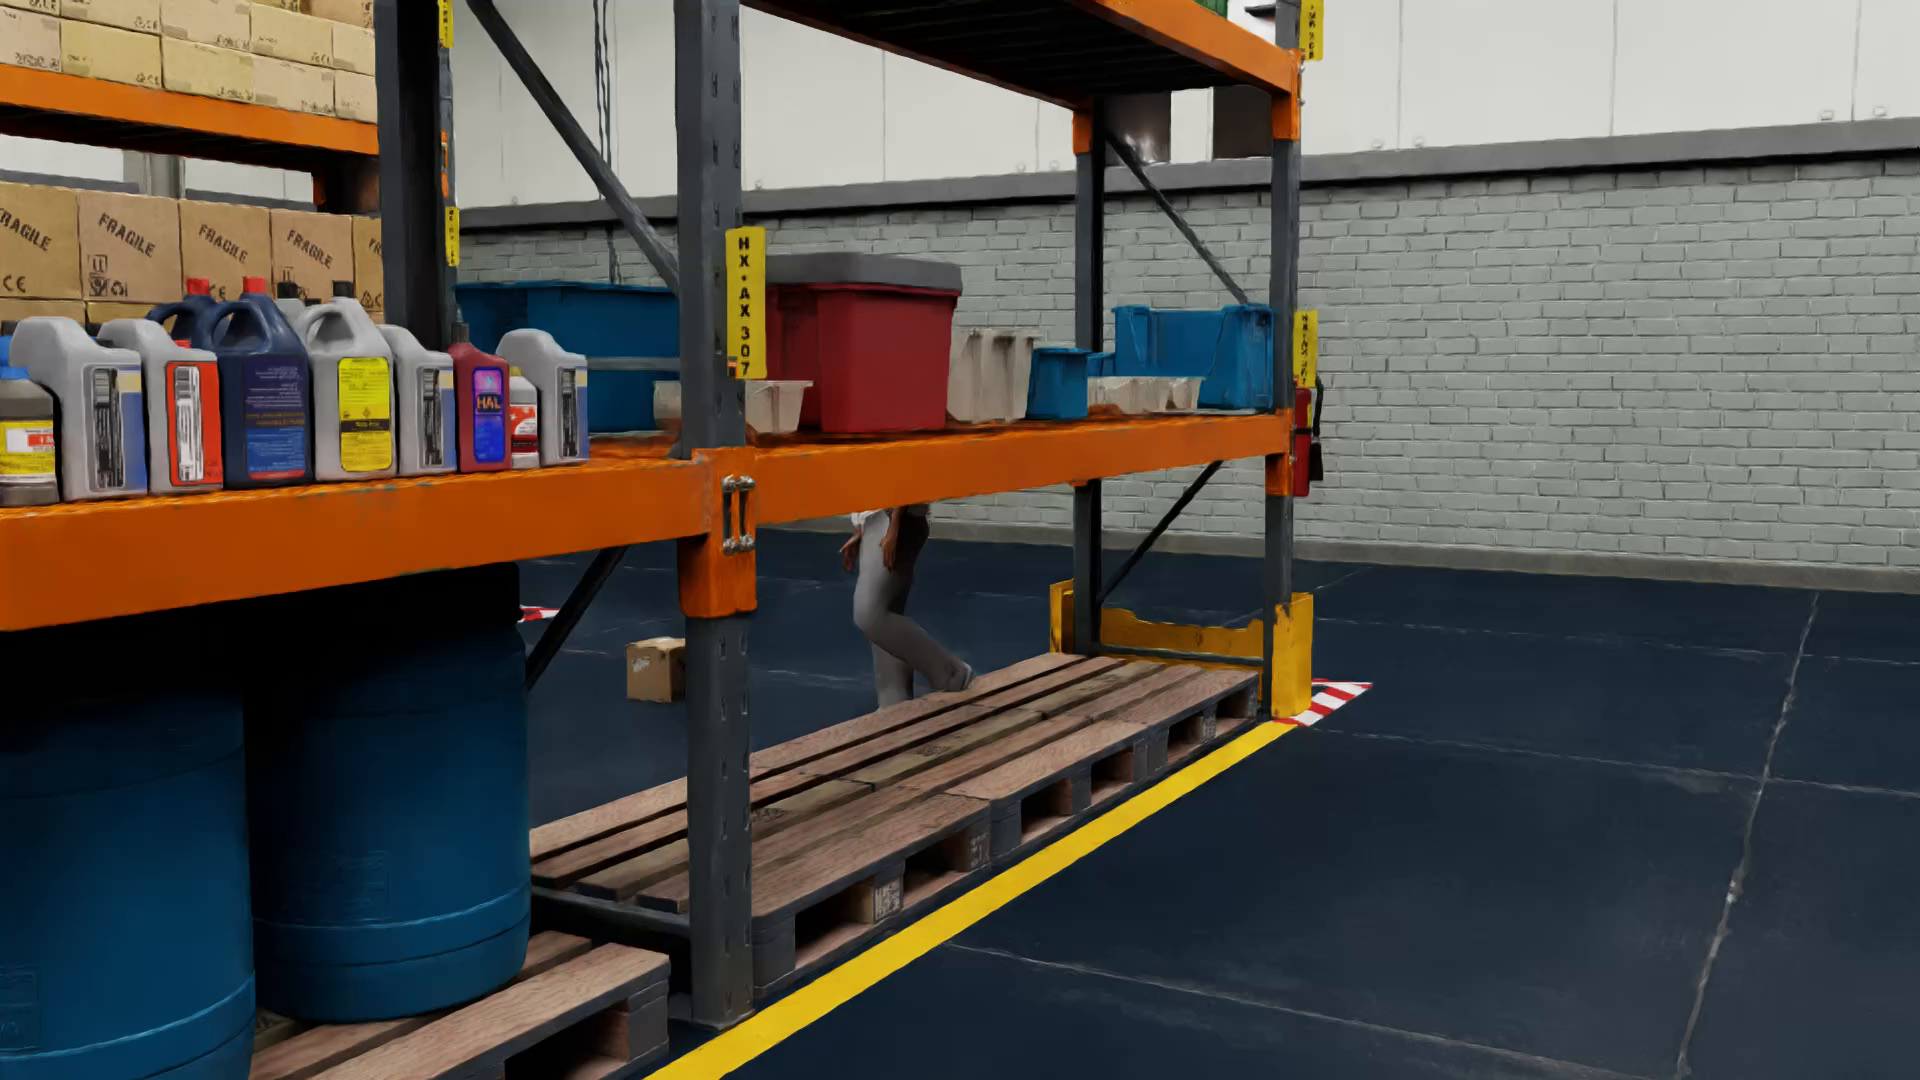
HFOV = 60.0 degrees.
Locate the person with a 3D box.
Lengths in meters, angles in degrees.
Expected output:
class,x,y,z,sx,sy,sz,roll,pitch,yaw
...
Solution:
class,x,y,z,sx,sy,sz,roll,pitch,yaw
person,-0.250,-0.032,6.752,0.525,1.645,0.530,-2,6,-16
